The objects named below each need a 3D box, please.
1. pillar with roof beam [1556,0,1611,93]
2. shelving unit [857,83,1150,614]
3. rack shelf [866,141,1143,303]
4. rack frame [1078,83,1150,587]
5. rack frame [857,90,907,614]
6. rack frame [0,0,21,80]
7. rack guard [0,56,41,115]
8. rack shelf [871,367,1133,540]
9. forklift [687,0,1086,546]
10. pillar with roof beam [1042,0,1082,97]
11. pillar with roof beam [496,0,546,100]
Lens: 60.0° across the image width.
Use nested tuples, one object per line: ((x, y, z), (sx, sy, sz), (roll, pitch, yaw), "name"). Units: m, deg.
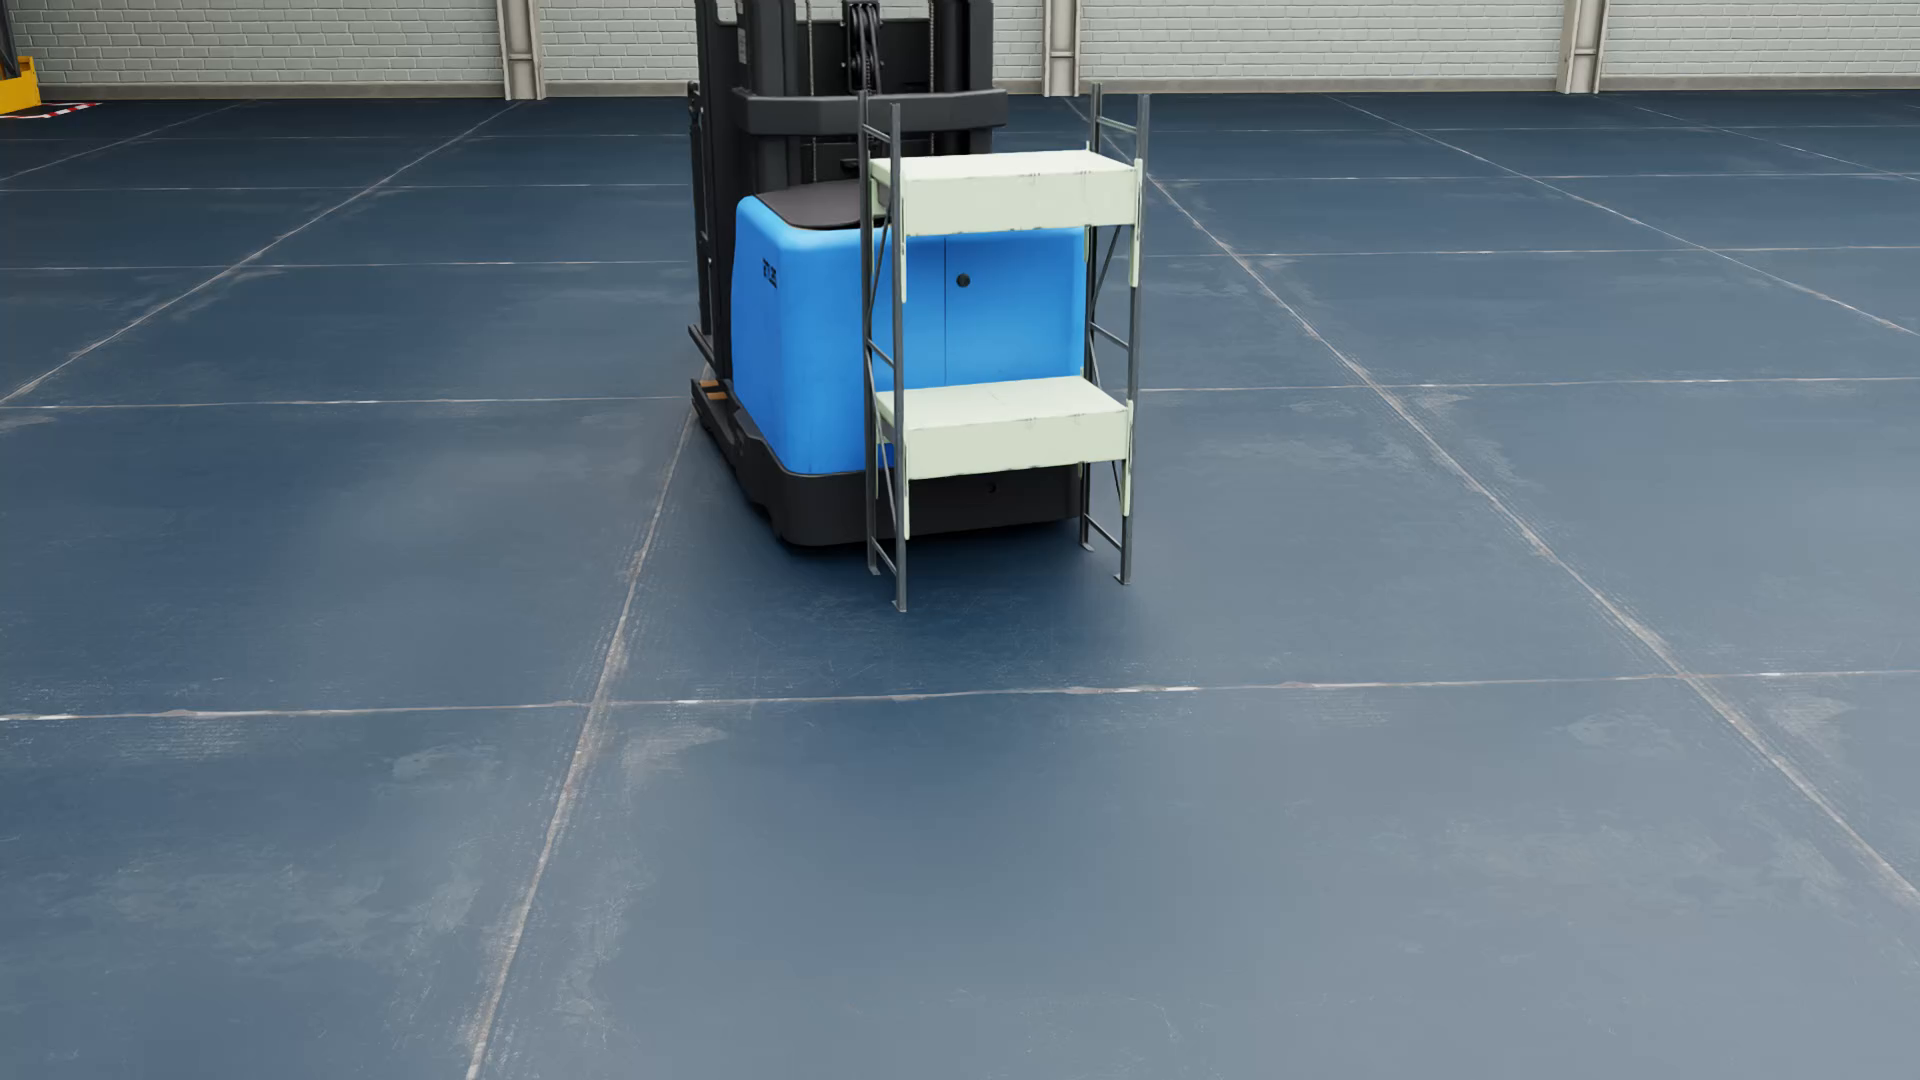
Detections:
((7.375, -7.859, 13.616), (0.400, 9.000, 9.100), (-1, 21, -3), "pillar with roof beam")
((0.119, -0.584, 5.048), (0.755, 1.500, 0.431), (-6, 22, -16), "shelving unit")
((0.119, -0.949, 4.909), (0.720, 0.370, 0.431), (-6, 22, -16), "rack shelf")
((0.468, -0.623, 5.149), (0.023, 1.500, 0.400), (-6, 22, -16), "rack frame")
((-0.231, -0.546, 4.947), (0.023, 1.500, 0.400), (-6, 22, -16), "rack frame")
((-10.095, -5.913, 16.936), (0.127, 3.000, 1.000), (-1, 21, -3), "rack frame")
((-10.071, -4.745, 17.382), (0.348, 0.500, 1.175), (-1, 21, -3), "rack guard")
((0.119, -0.280, 5.164), (0.720, 0.370, 0.431), (-6, 22, -16), "rack shelf")
((-0.489, -1.842, 6.340), (1.130, 2.935, 3.031), (-6, 22, -16), "forklift")
((1.384, -7.737, 13.296), (0.400, 9.000, 9.100), (-1, 21, -3), "pillar with roof beam")
((-4.606, -7.615, 12.975), (0.400, 9.000, 9.100), (-1, 21, -3), "pillar with roof beam")
